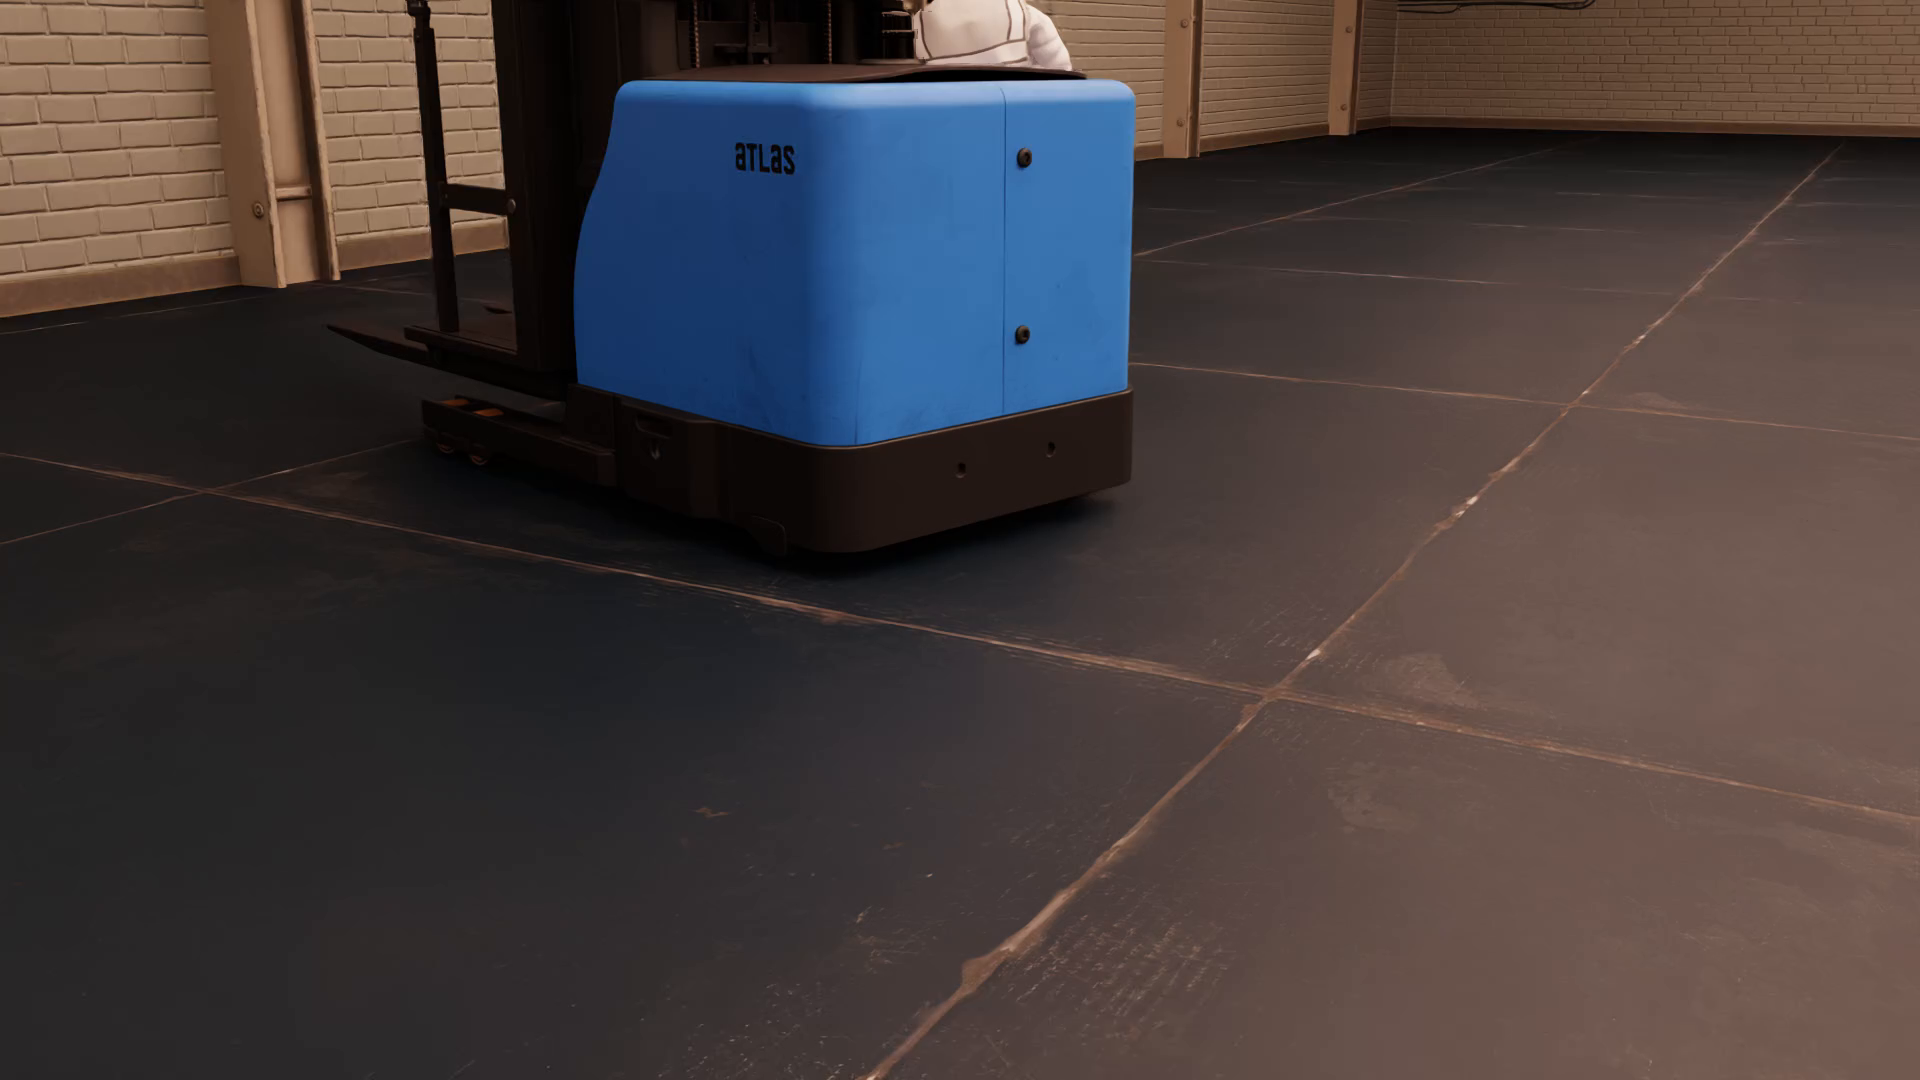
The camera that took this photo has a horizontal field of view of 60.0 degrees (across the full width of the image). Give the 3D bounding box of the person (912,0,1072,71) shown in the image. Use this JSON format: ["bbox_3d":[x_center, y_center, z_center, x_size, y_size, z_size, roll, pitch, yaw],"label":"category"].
[{"bbox_3d":[0.061,-1.080,4.999,0.827,1.467,1.042,1,16,2],"label":"person"}]

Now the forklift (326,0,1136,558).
[{"bbox_3d":[-0.936,-1.706,4.645,1.130,2.935,3.031,-15,22,-41],"label":"forklift"}]
